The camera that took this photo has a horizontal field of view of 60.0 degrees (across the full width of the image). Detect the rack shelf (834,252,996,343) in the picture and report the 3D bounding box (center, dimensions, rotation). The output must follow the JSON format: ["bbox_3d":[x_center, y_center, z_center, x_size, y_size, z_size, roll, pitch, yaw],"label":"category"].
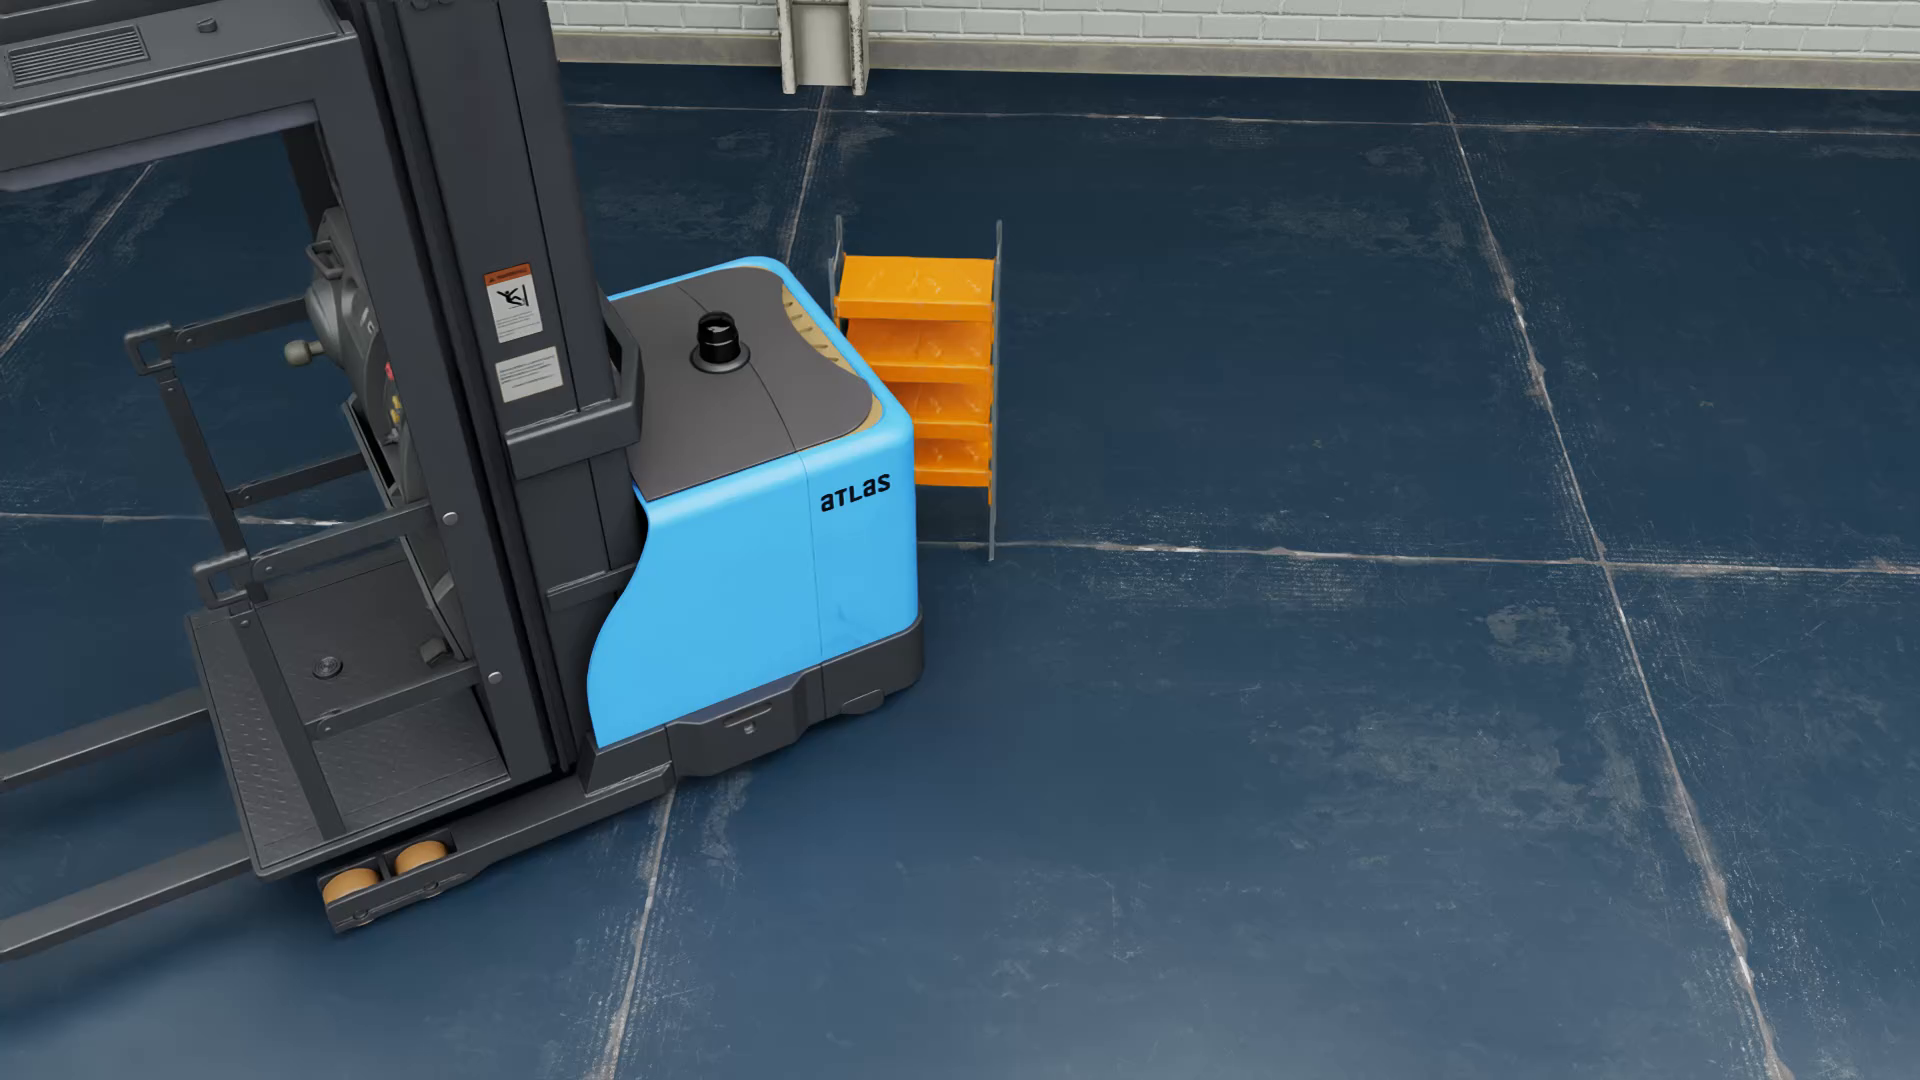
[{"bbox_3d":[-0.131,-0.744,5.092,0.480,0.148,0.258,2,43,2],"label":"rack shelf"}]

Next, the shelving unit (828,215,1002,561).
[{"bbox_3d":[-0.131,-0.457,5.360,0.503,1.200,0.258,2,43,2],"label":"shelving unit"}]

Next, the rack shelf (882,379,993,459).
[{"bbox_3d":[-0.131,-0.407,5.406,0.480,0.148,0.258,2,43,2],"label":"rack shelf"}]

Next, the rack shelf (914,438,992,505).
[{"bbox_3d":[-0.131,-0.262,5.541,0.480,0.148,0.258,2,43,2],"label":"rack shelf"}]

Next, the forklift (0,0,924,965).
[{"bbox_3d":[-1.656,-0.418,4.049,3.031,2.935,1.130,-20,47,-20],"label":"forklift"}]

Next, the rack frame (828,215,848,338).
[{"bbox_3d":[-0.374,-0.465,5.369,0.015,1.200,0.240,2,43,2],"label":"rack frame"}]

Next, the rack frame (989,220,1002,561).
[{"bbox_3d":[0.113,-0.448,5.351,0.015,1.200,0.240,2,43,2],"label":"rack frame"}]

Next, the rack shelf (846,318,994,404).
[{"bbox_3d":[-0.131,-0.571,5.253,0.480,0.148,0.258,2,43,2],"label":"rack shelf"}]

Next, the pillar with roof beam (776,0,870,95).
[{"bbox_3d":[-0.849,-2.631,1.972,0.400,9.000,9.100,2,43,2],"label":"pillar with roof beam"}]
